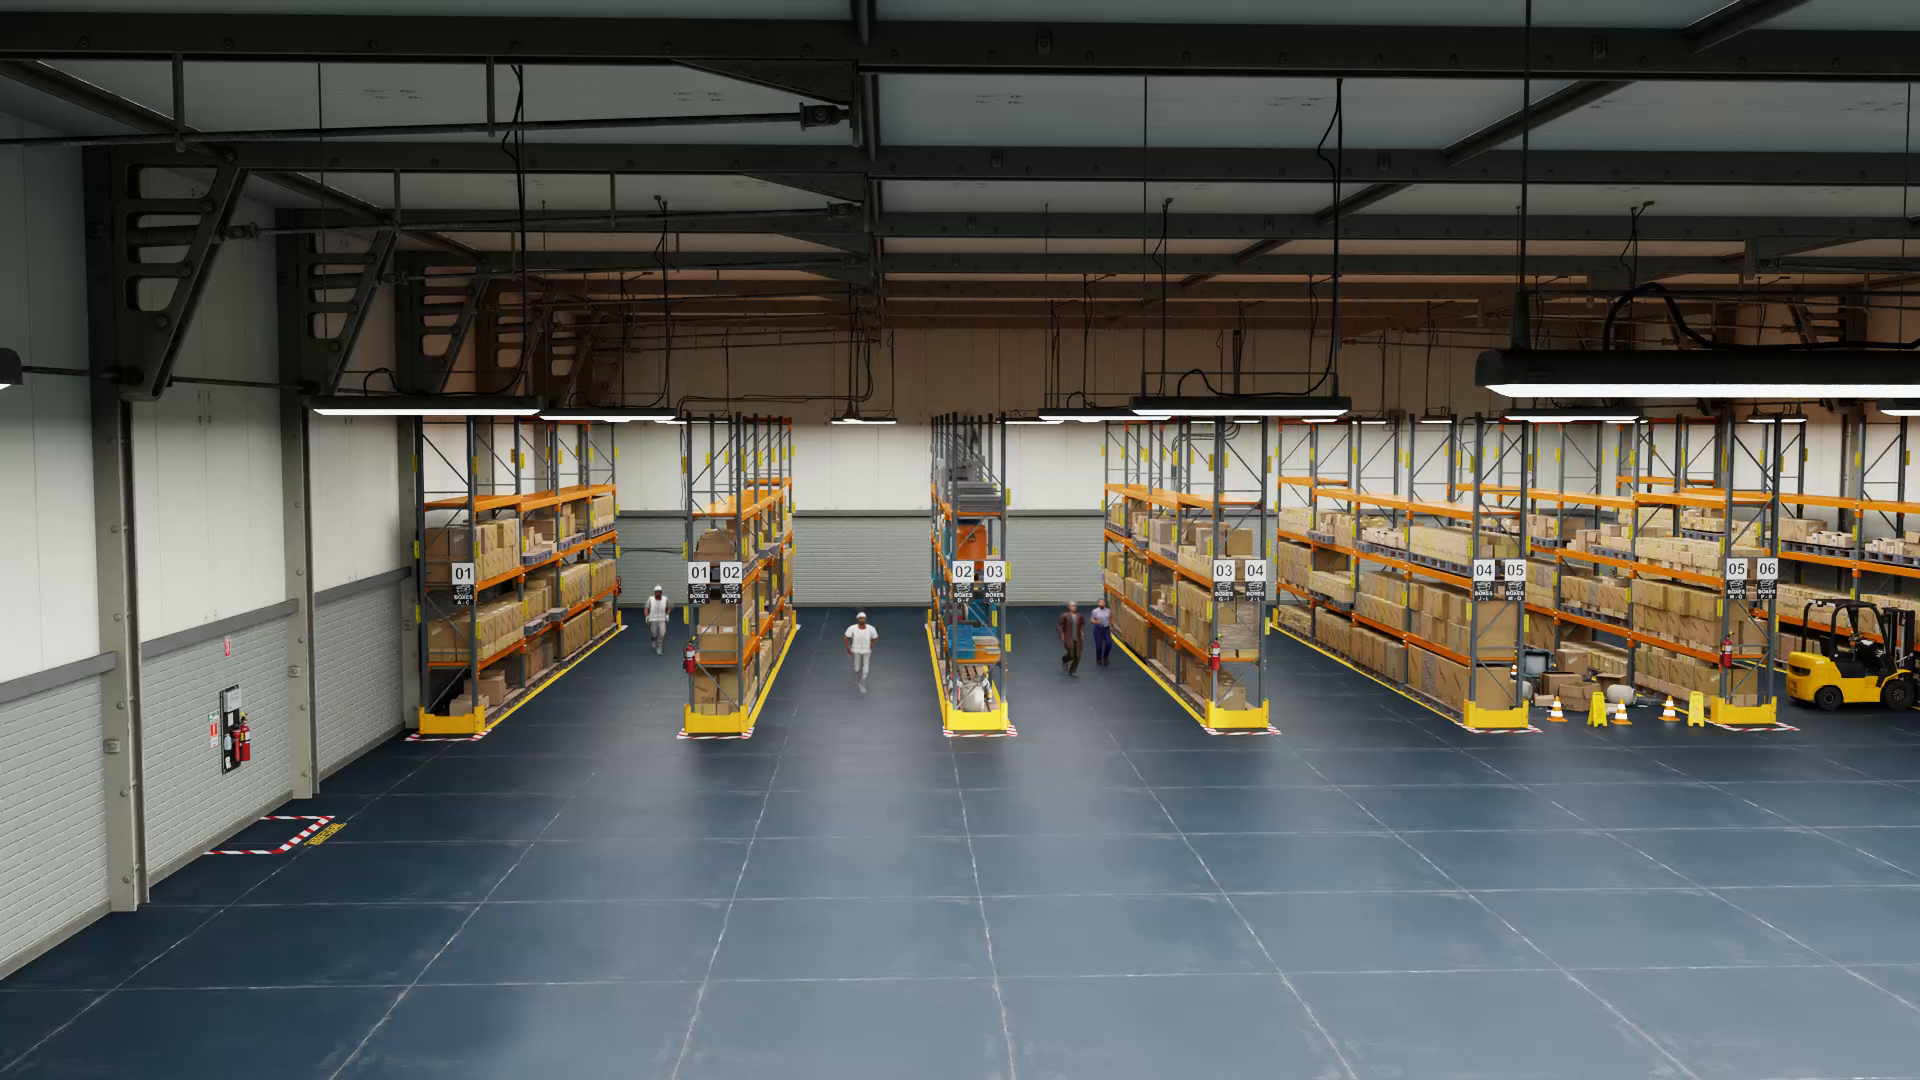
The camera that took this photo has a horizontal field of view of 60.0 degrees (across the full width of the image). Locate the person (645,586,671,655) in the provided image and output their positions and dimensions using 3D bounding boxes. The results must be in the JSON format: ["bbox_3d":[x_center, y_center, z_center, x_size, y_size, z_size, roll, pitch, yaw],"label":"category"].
[{"bbox_3d":[-7.611,2.014,41.926,0.668,1.731,0.638,-1,4,-15],"label":"person"}]

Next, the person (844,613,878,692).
[{"bbox_3d":[-2.120,2.424,35.858,0.730,1.726,0.594,-1,4,-7],"label":"person"}]

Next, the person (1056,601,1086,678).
[{"bbox_3d":[2.575,2.272,38.083,0.710,1.732,0.637,-1,4,-17],"label":"person"}]

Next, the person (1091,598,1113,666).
[{"bbox_3d":[3.417,2.210,39.751,0.587,1.640,0.610,0,4,-5],"label":"person"}]
